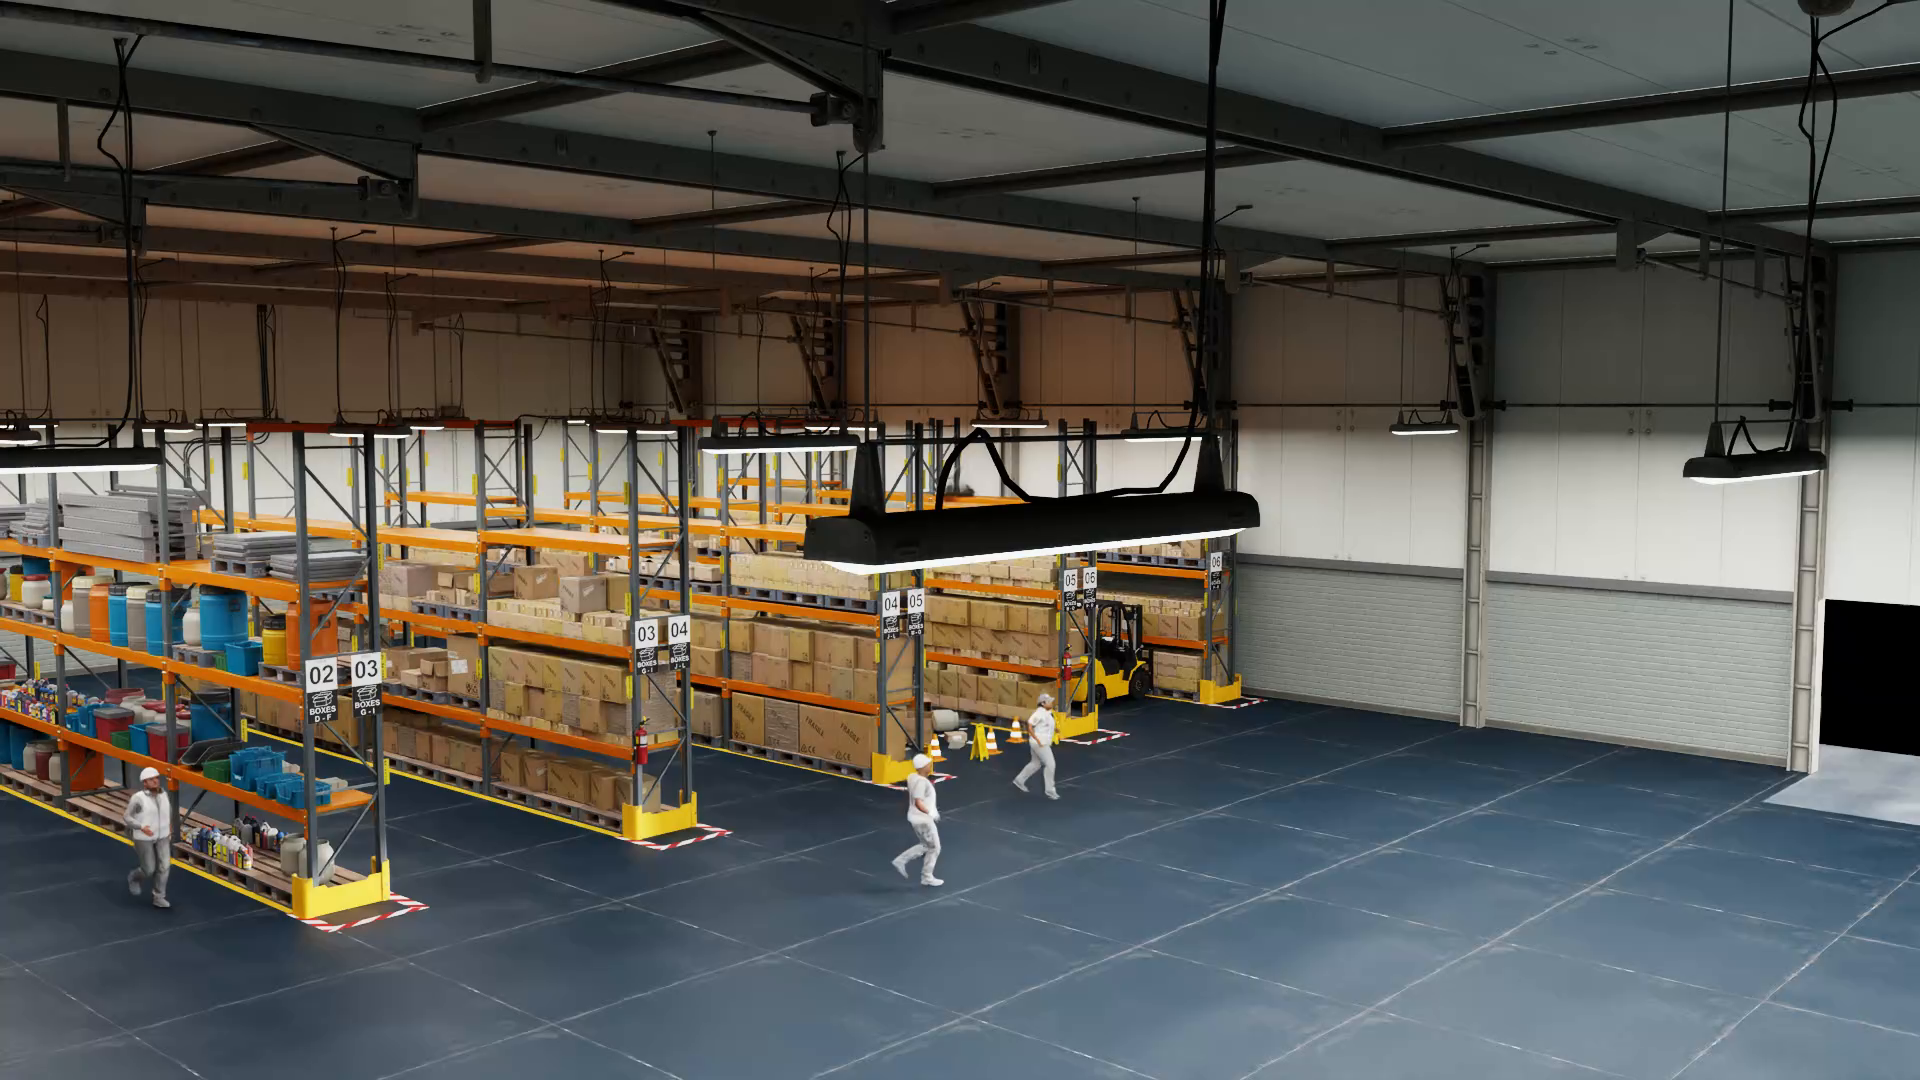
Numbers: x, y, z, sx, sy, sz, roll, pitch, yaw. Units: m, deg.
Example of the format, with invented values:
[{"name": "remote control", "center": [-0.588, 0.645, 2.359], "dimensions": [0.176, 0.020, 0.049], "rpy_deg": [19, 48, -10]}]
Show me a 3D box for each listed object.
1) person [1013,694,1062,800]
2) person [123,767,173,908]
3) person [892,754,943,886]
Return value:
[{"name": "person", "center": [1.268, 3.312, 26.804], "dimensions": [0.786, 1.705, 0.602], "rpy_deg": [1, 5, 7]}, {"name": "person", "center": [-10.236, 3.738, 21.028], "dimensions": [0.752, 1.748, 0.657], "rpy_deg": [3, 6, 33]}, {"name": "person", "center": [-0.542, 3.674, 21.784], "dimensions": [0.673, 1.752, 0.684], "rpy_deg": [-1, 5, -14]}]
